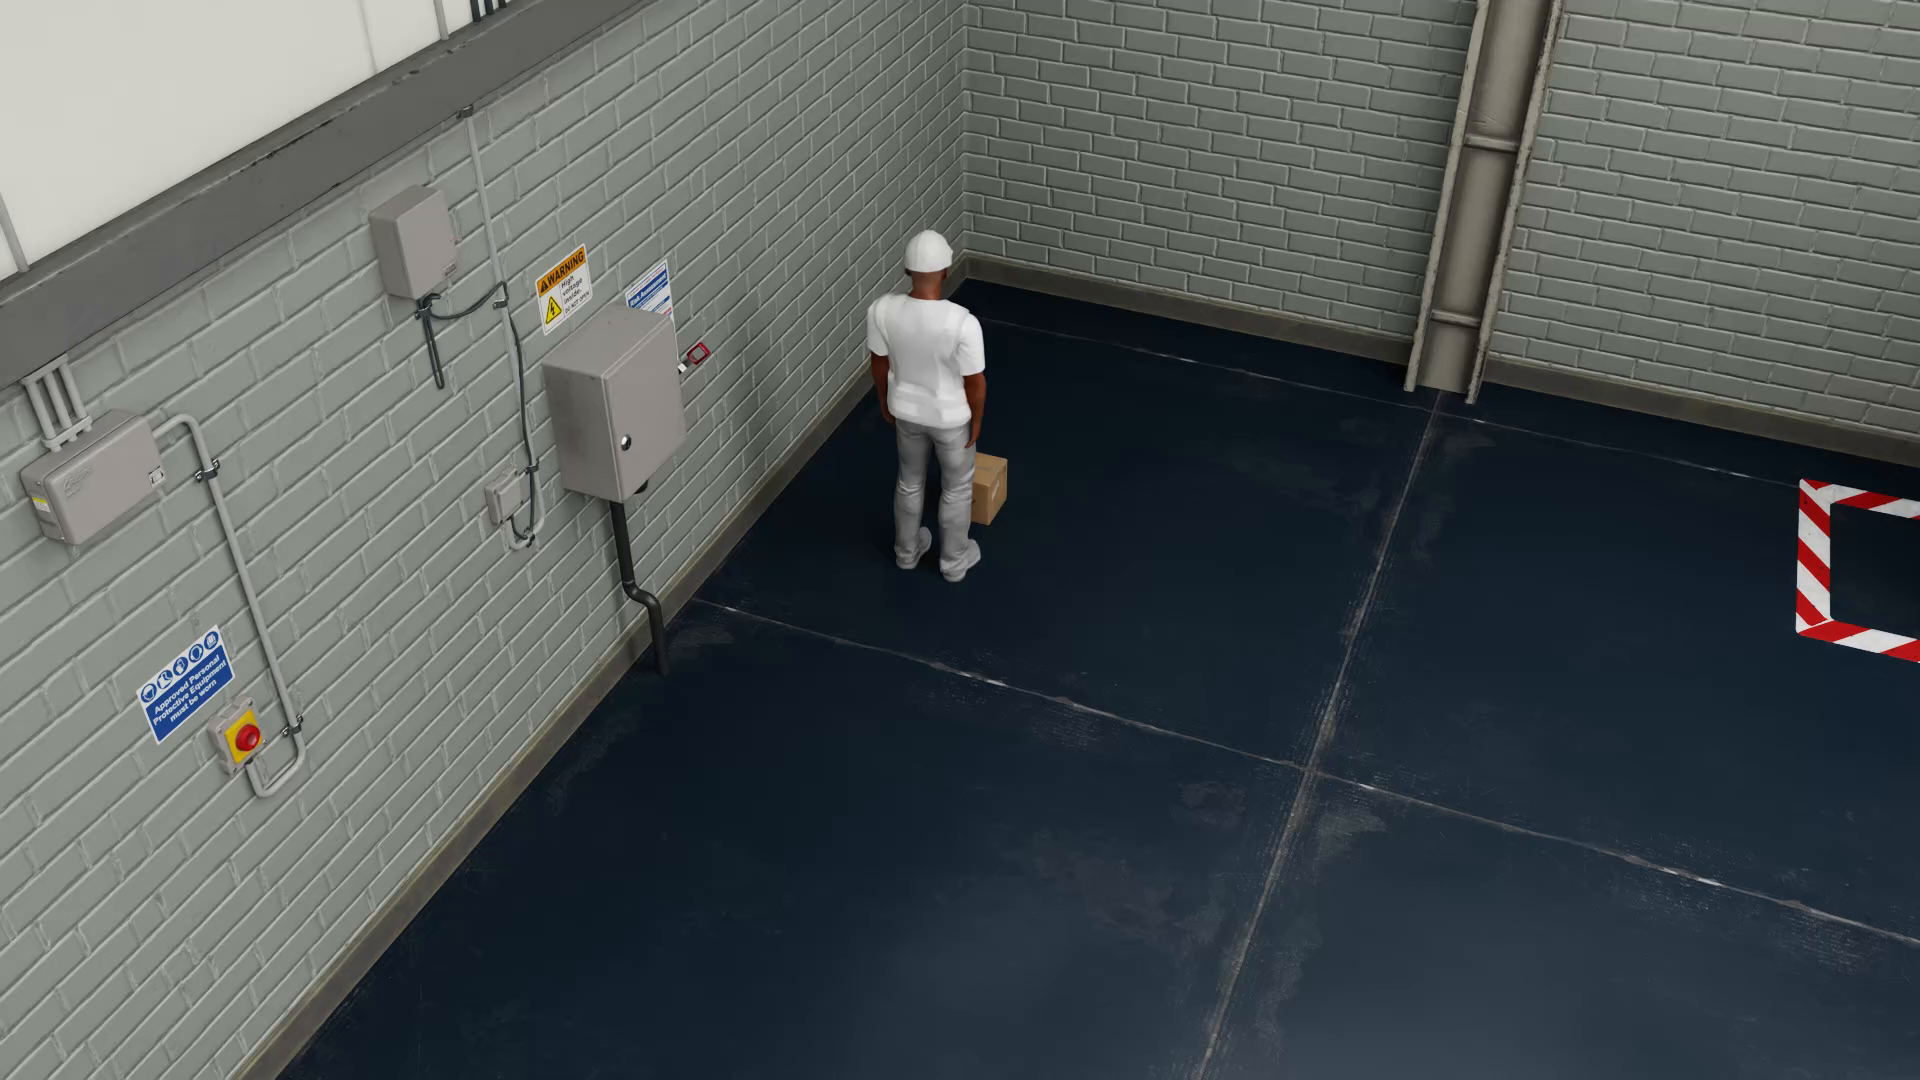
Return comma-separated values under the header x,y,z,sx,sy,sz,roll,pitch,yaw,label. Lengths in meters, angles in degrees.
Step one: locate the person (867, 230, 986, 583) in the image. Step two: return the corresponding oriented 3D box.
x,y,z,sx,sy,sz,roll,pitch,yaw,label
-0.135,-0.601,7.591,0.565,1.763,0.361,15,40,19,person
